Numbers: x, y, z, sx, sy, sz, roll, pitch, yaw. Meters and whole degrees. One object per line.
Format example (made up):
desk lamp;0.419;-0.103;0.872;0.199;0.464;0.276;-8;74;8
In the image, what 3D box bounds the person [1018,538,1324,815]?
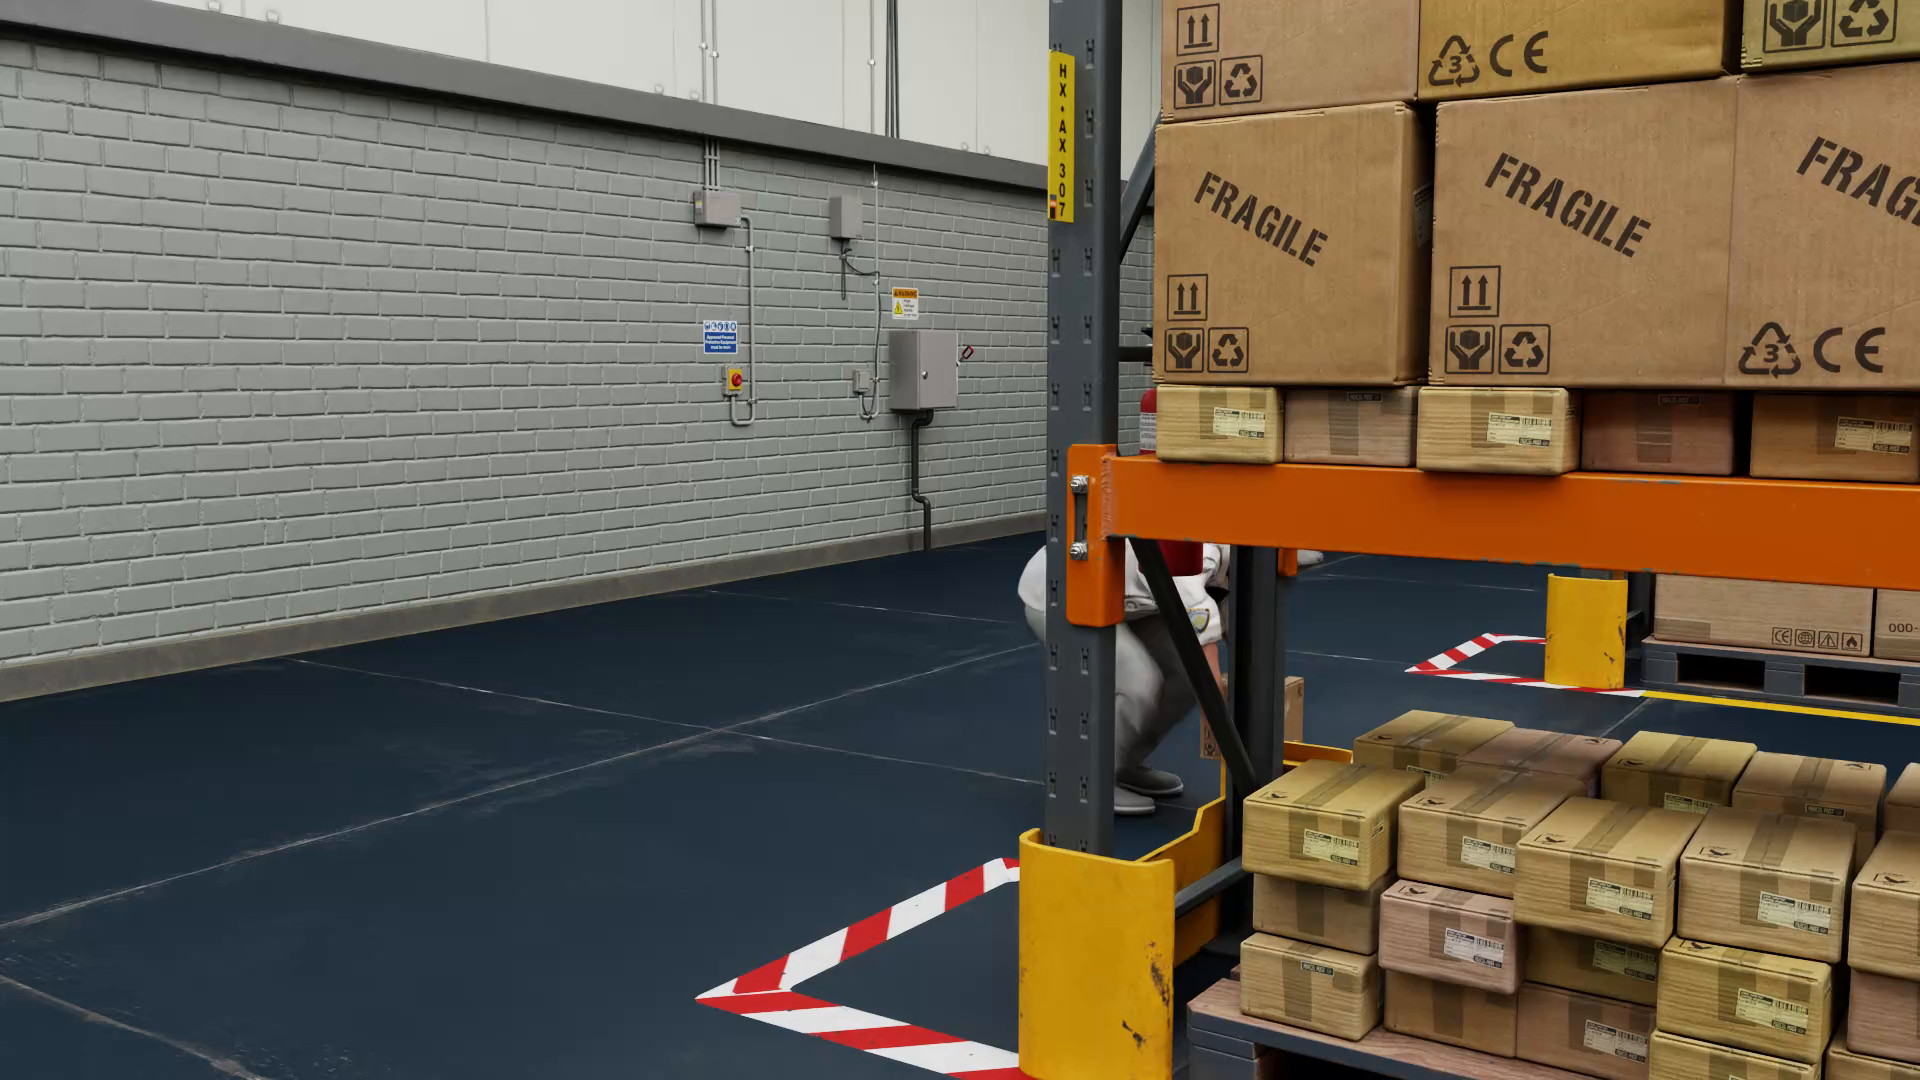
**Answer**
person;0.697;0.384;5.549;1.027;1.035;0.535;4;7;31
